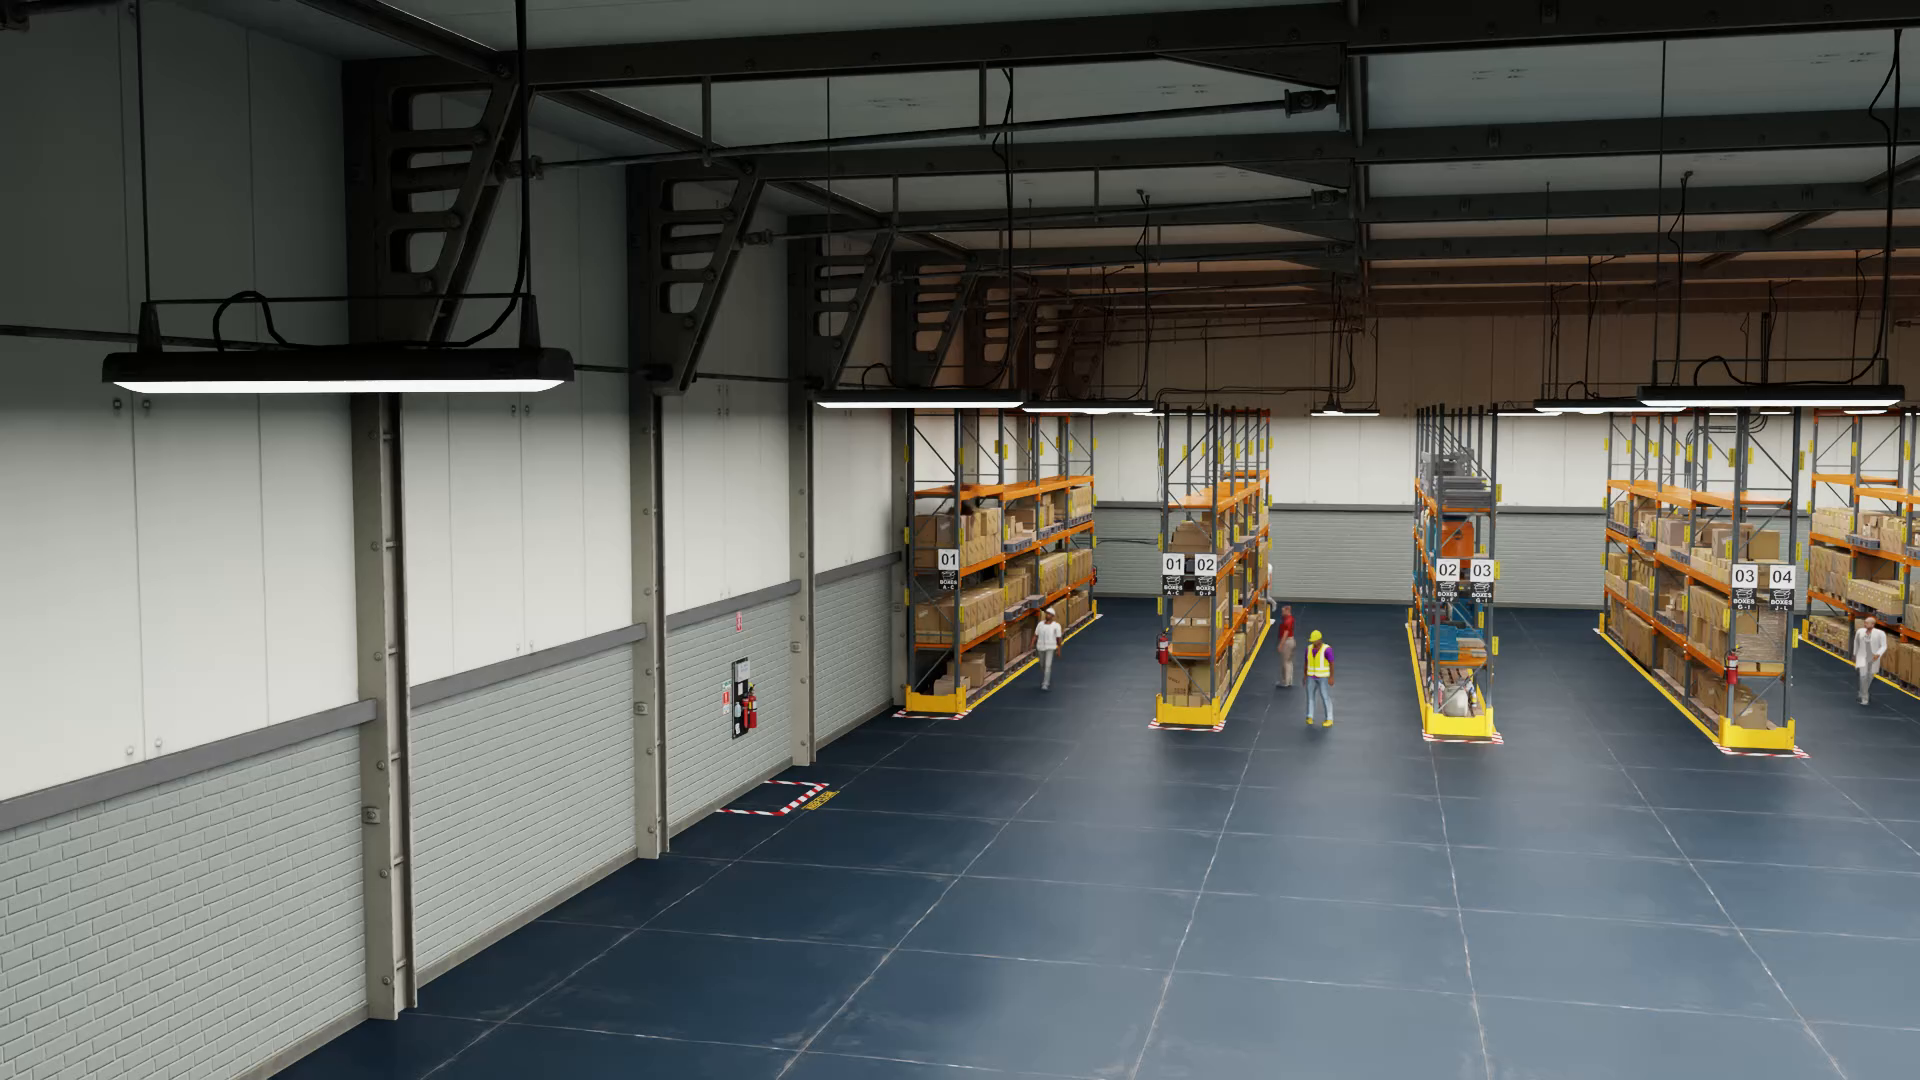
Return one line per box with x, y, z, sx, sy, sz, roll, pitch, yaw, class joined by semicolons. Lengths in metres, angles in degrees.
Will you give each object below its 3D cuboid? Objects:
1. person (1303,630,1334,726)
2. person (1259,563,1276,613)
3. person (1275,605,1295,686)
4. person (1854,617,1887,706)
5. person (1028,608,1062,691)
6.697;2.567;31.159;0.616;1.763;0.405;3;5;40;person
8.904;1.281;48.709;0.698;1.761;0.551;-3;5;-34;person
6.955;2.262;35.574;0.403;1.738;0.545;1;4;20;person
18.342;2.453;33.550;0.547;1.814;0.935;1;4;15;person
1.807;2.311;35.224;0.660;1.712;1.028;1;4;18;person
